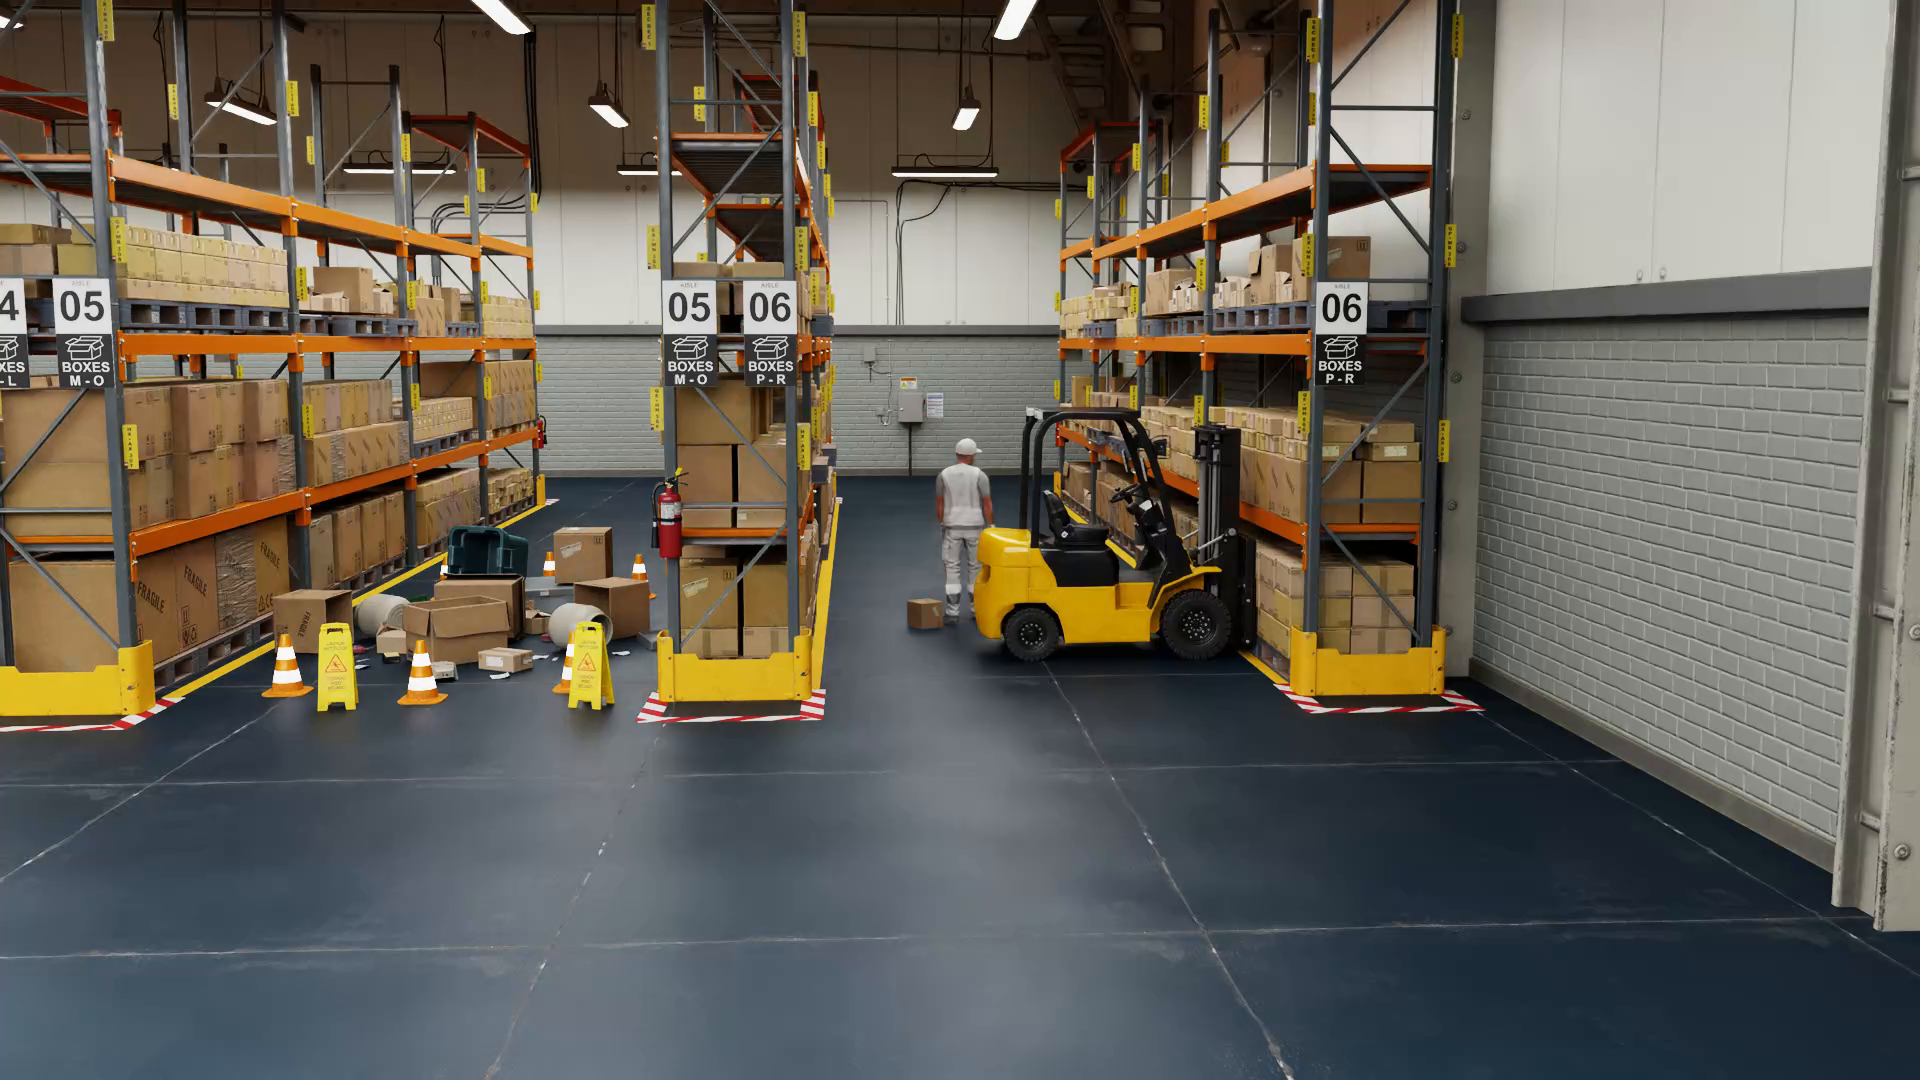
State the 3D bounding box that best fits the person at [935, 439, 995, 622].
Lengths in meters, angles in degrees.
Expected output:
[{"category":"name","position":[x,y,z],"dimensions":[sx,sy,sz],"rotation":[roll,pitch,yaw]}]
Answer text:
[{"category":"person","position":[0.072,-0.108,16.381],"dimensions":[0.625,1.784,0.626],"rotation":[0,7,4]}]
